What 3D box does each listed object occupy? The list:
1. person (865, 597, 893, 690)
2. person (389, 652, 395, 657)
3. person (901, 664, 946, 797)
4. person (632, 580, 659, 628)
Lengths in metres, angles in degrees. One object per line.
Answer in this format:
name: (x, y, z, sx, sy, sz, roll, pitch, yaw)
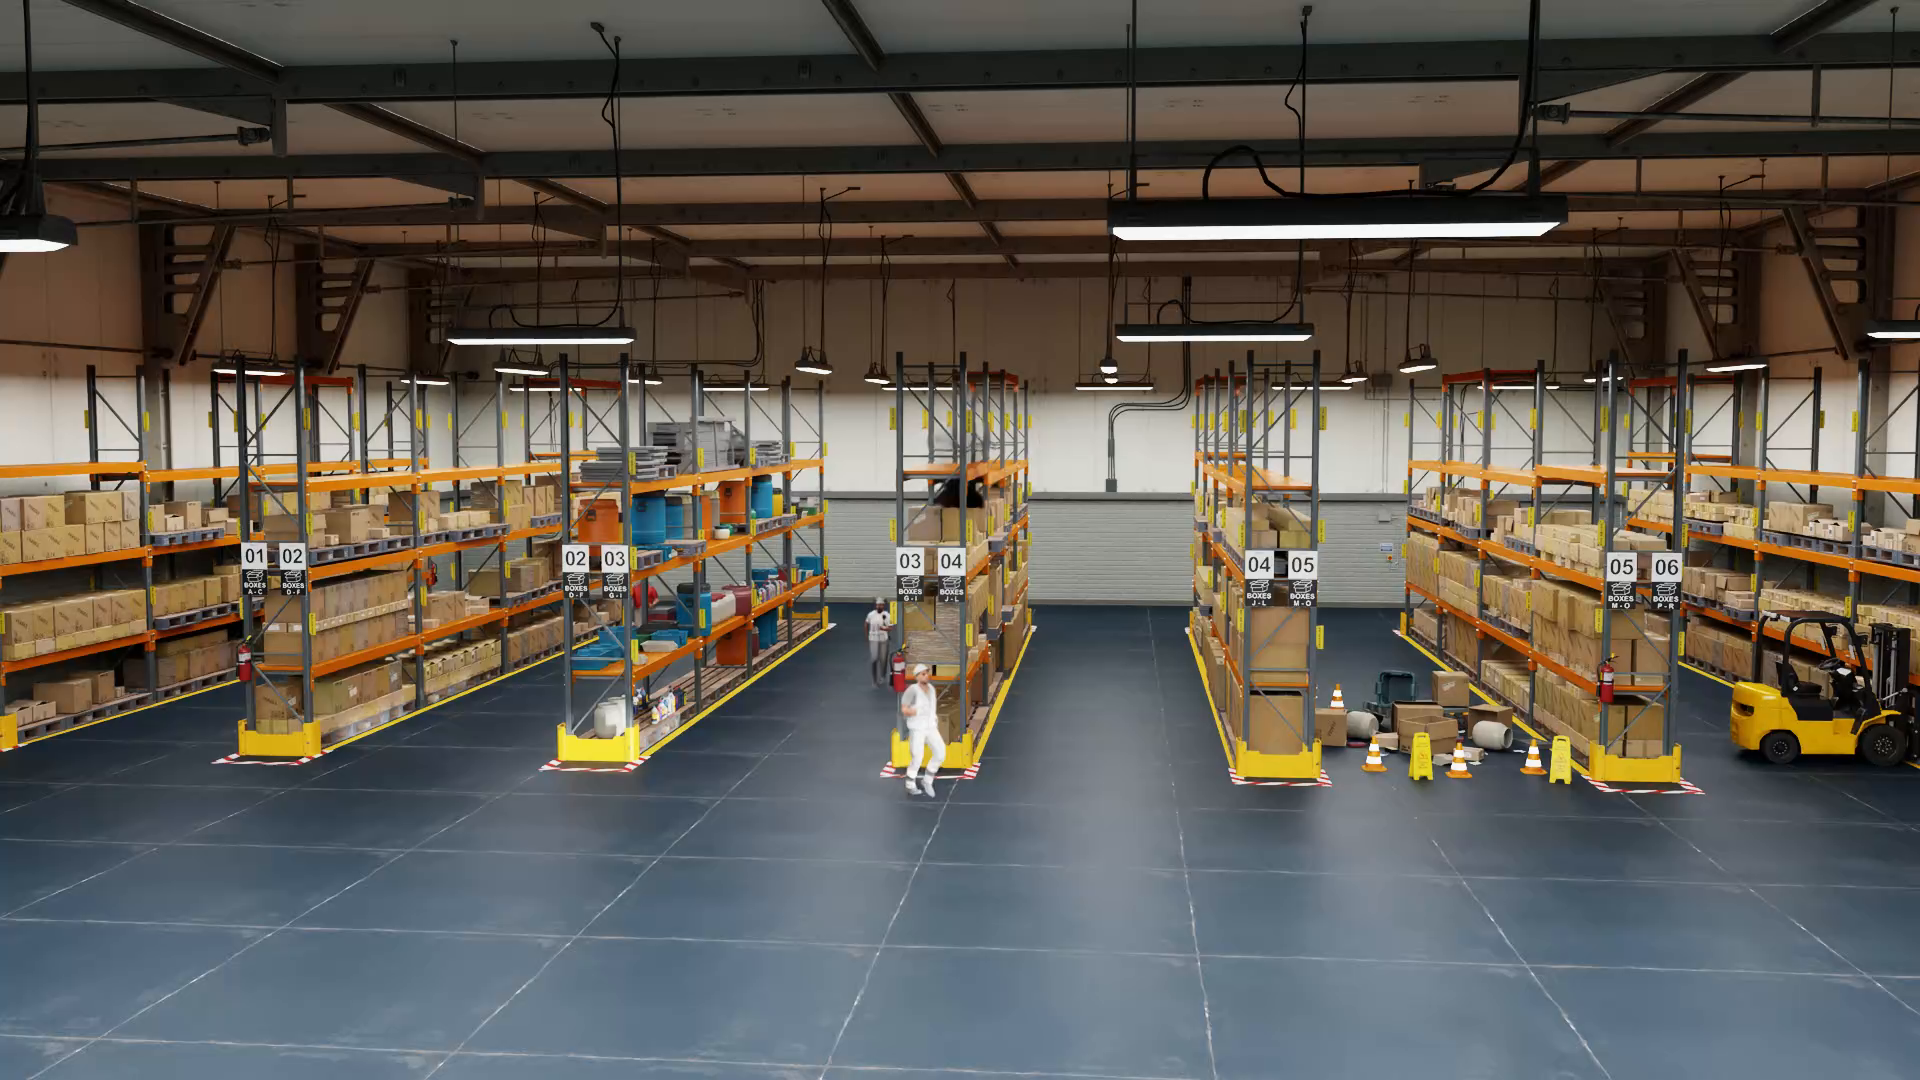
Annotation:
person: (-1.528, 1.939, 31.311, 0.534, 1.755, 0.746, 0, 4, -3)
person: (-11.765, 1.719, 34.410, 0.600, 1.681, 0.892, -1, 4, -9)
person: (-0.472, 2.548, 22.129, 0.660, 1.798, 0.630, -3, 5, -37)
person: (-6.886, 1.592, 36.156, 0.669, 1.679, 0.732, 0, 4, -6)
